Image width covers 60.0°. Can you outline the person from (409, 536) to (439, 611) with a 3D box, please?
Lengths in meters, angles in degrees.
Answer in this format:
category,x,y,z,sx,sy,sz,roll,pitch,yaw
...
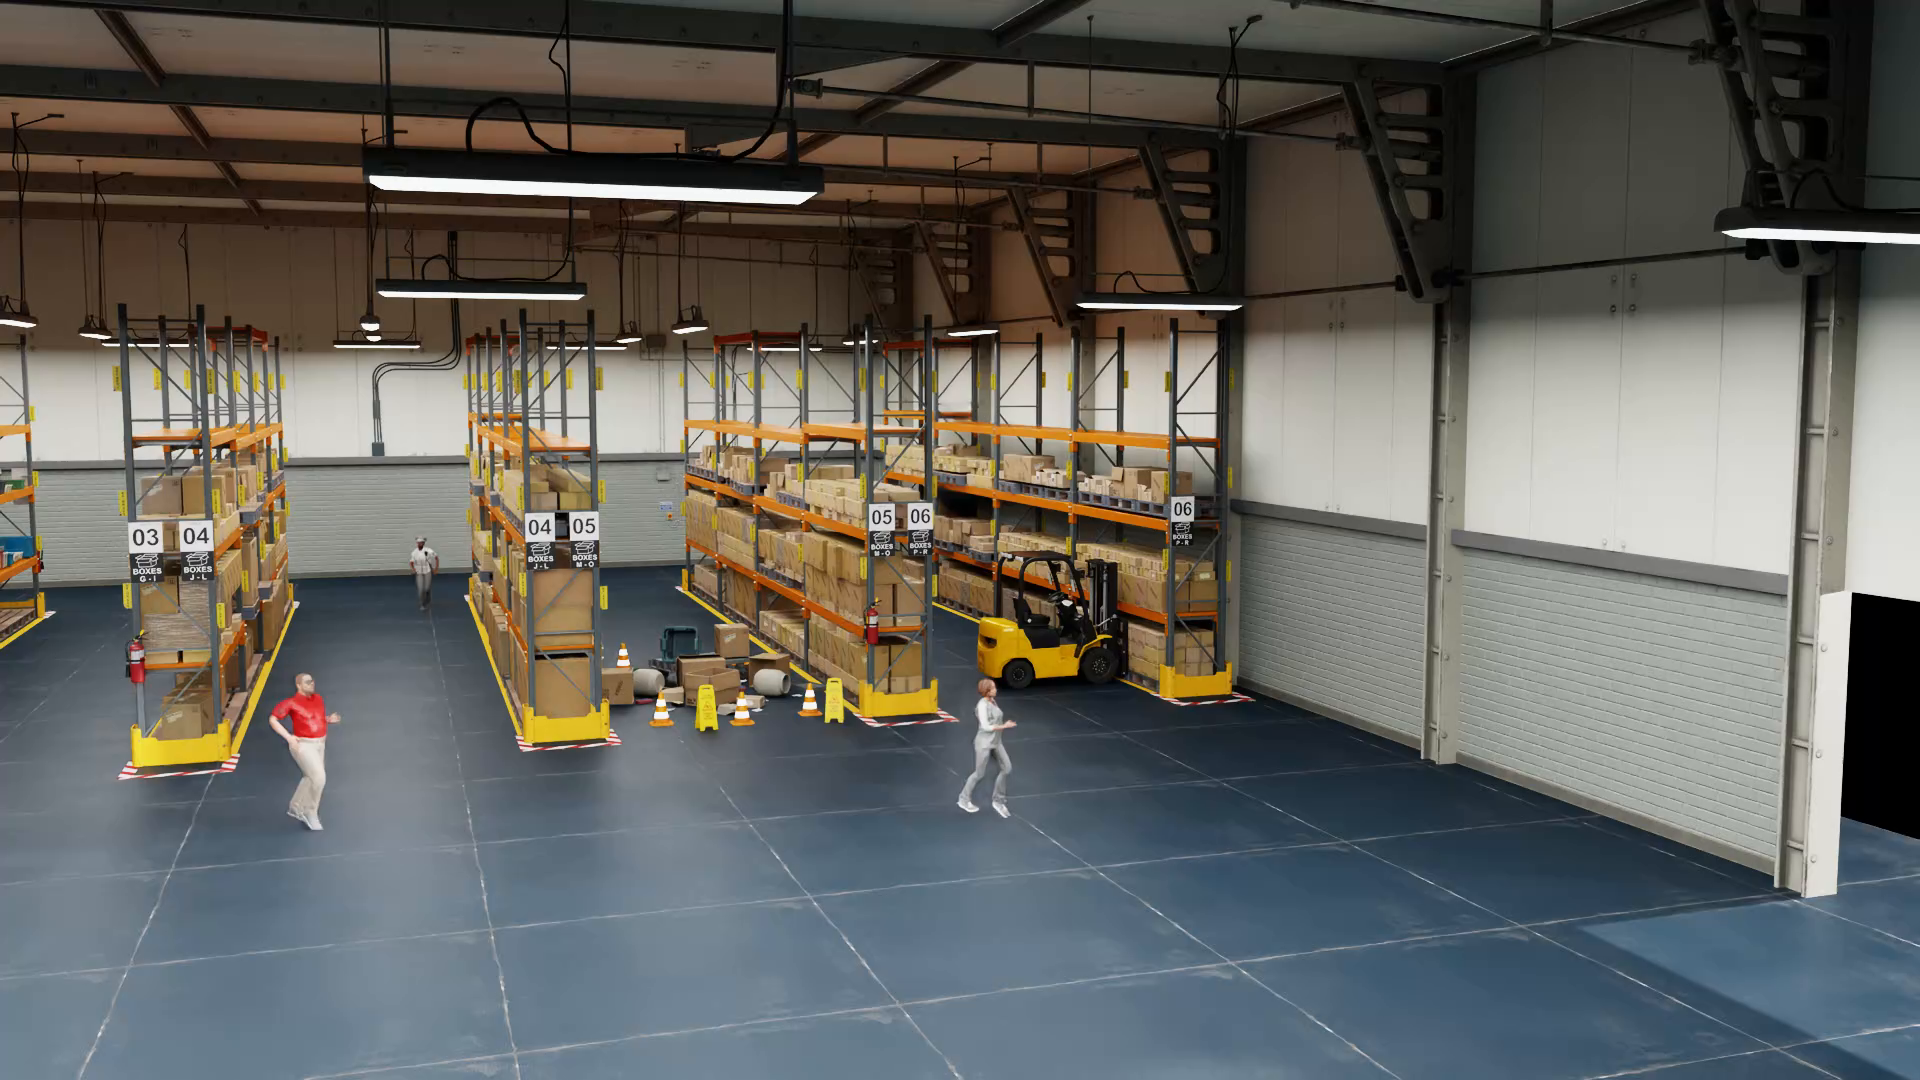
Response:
category,x,y,z,sx,sy,sz,roll,pitch,yaw
person,-11.745,0.734,36.415,0.607,1.662,0.619,-1,5,-8

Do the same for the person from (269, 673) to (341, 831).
category,x,y,z,sx,sy,sz,roll,pitch,yaw
person,-7.320,2.389,18.730,0.719,1.790,0.639,1,6,14

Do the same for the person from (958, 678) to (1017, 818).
category,x,y,z,sx,sy,sz,roll,pitch,yaw
person,0.320,2.392,19.115,0.711,1.638,0.504,3,6,25
